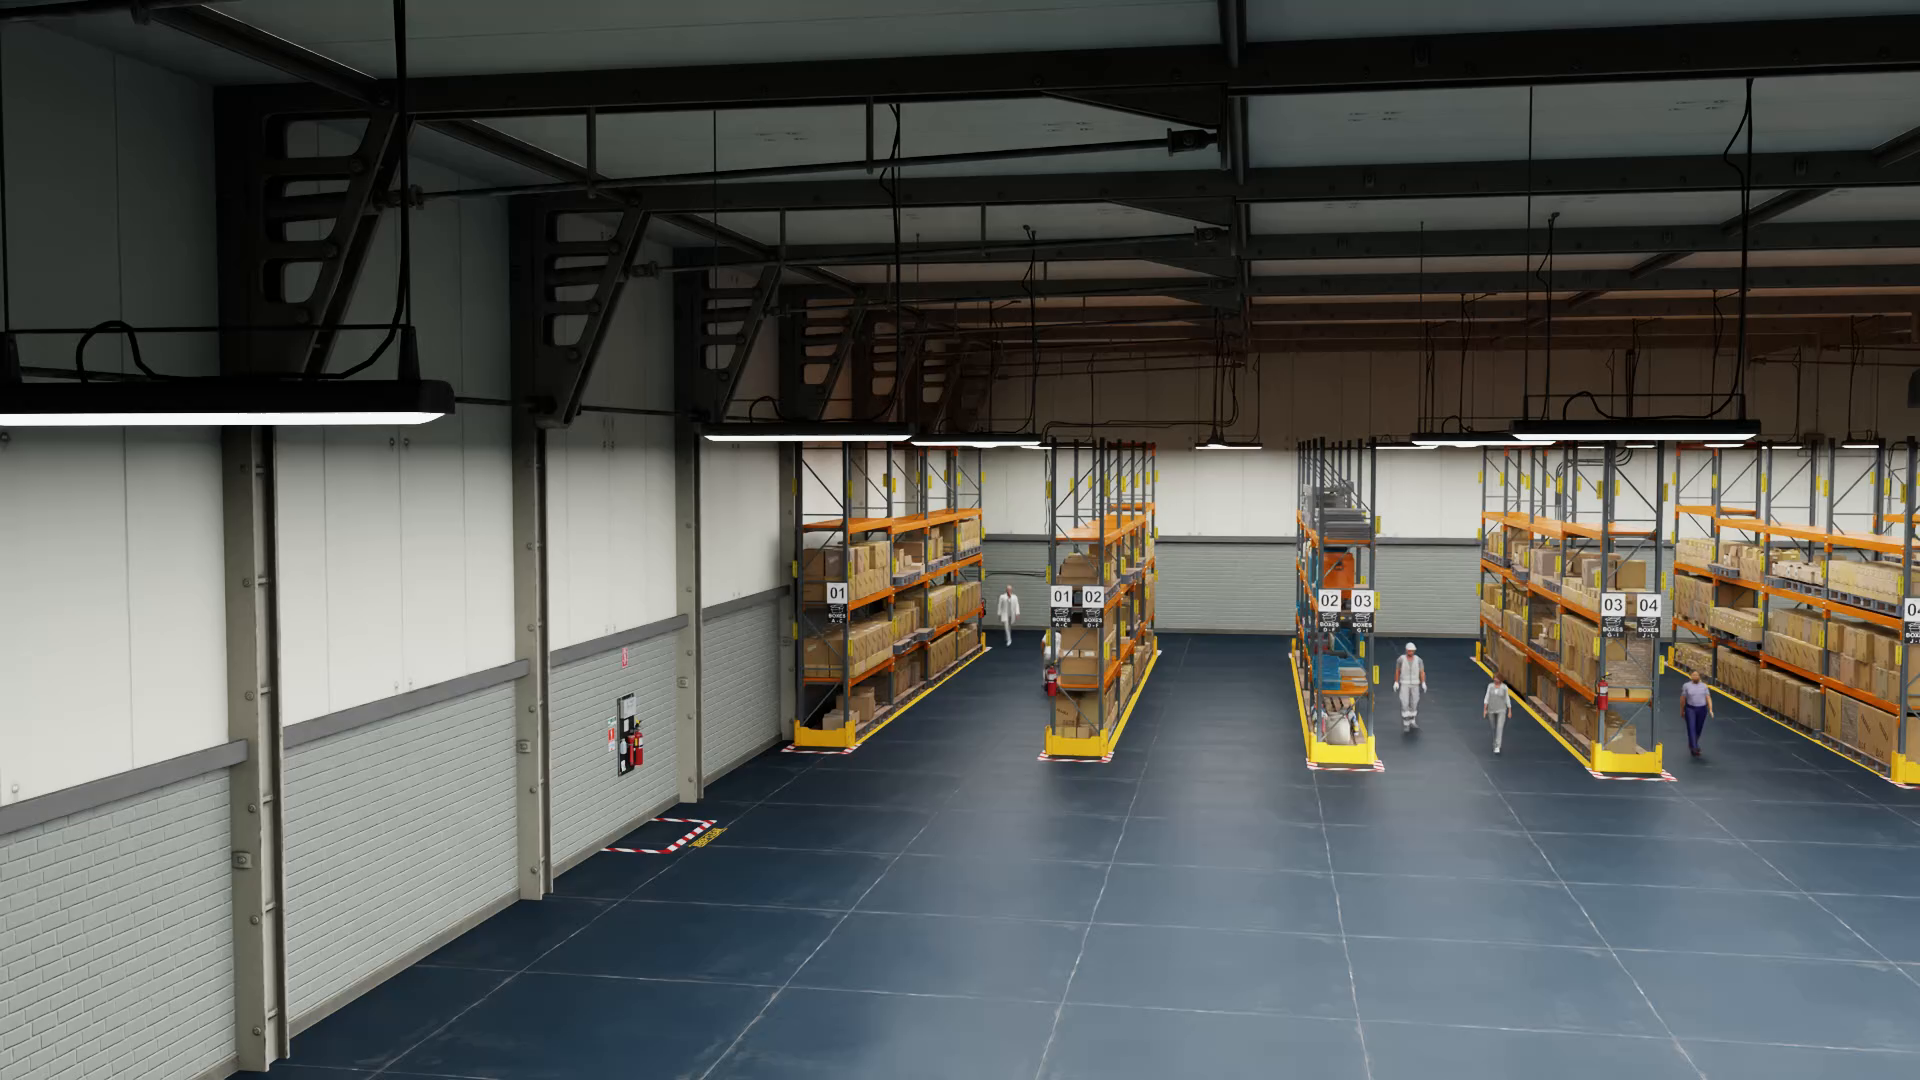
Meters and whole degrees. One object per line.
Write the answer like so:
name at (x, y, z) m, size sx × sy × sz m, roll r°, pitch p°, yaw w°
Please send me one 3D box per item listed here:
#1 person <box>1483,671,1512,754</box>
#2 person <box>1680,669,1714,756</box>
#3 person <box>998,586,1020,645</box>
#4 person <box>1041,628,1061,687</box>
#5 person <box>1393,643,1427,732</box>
person at (10.165, 3.262, 31.547) m, size 0.449 × 1.543 × 0.971 m, roll 2°, pitch 4°, yaw 35°
person at (13.904, 3.251, 31.347) m, size 0.505 × 1.575 × 0.982 m, roll 0°, pitch 3°, yaw 6°
person at (1.447, 2.220, 49.385) m, size 0.594 × 1.707 × 1.163 m, roll -1°, pitch 3°, yaw -16°
person at (2.263, 2.815, 40.349) m, size 0.580 × 1.562 × 0.721 m, roll 1°, pitch 3°, yaw 13°
person at (9.274, 3.030, 34.249) m, size 0.645 × 1.842 × 0.505 m, roll 0°, pitch 3°, yaw 6°
